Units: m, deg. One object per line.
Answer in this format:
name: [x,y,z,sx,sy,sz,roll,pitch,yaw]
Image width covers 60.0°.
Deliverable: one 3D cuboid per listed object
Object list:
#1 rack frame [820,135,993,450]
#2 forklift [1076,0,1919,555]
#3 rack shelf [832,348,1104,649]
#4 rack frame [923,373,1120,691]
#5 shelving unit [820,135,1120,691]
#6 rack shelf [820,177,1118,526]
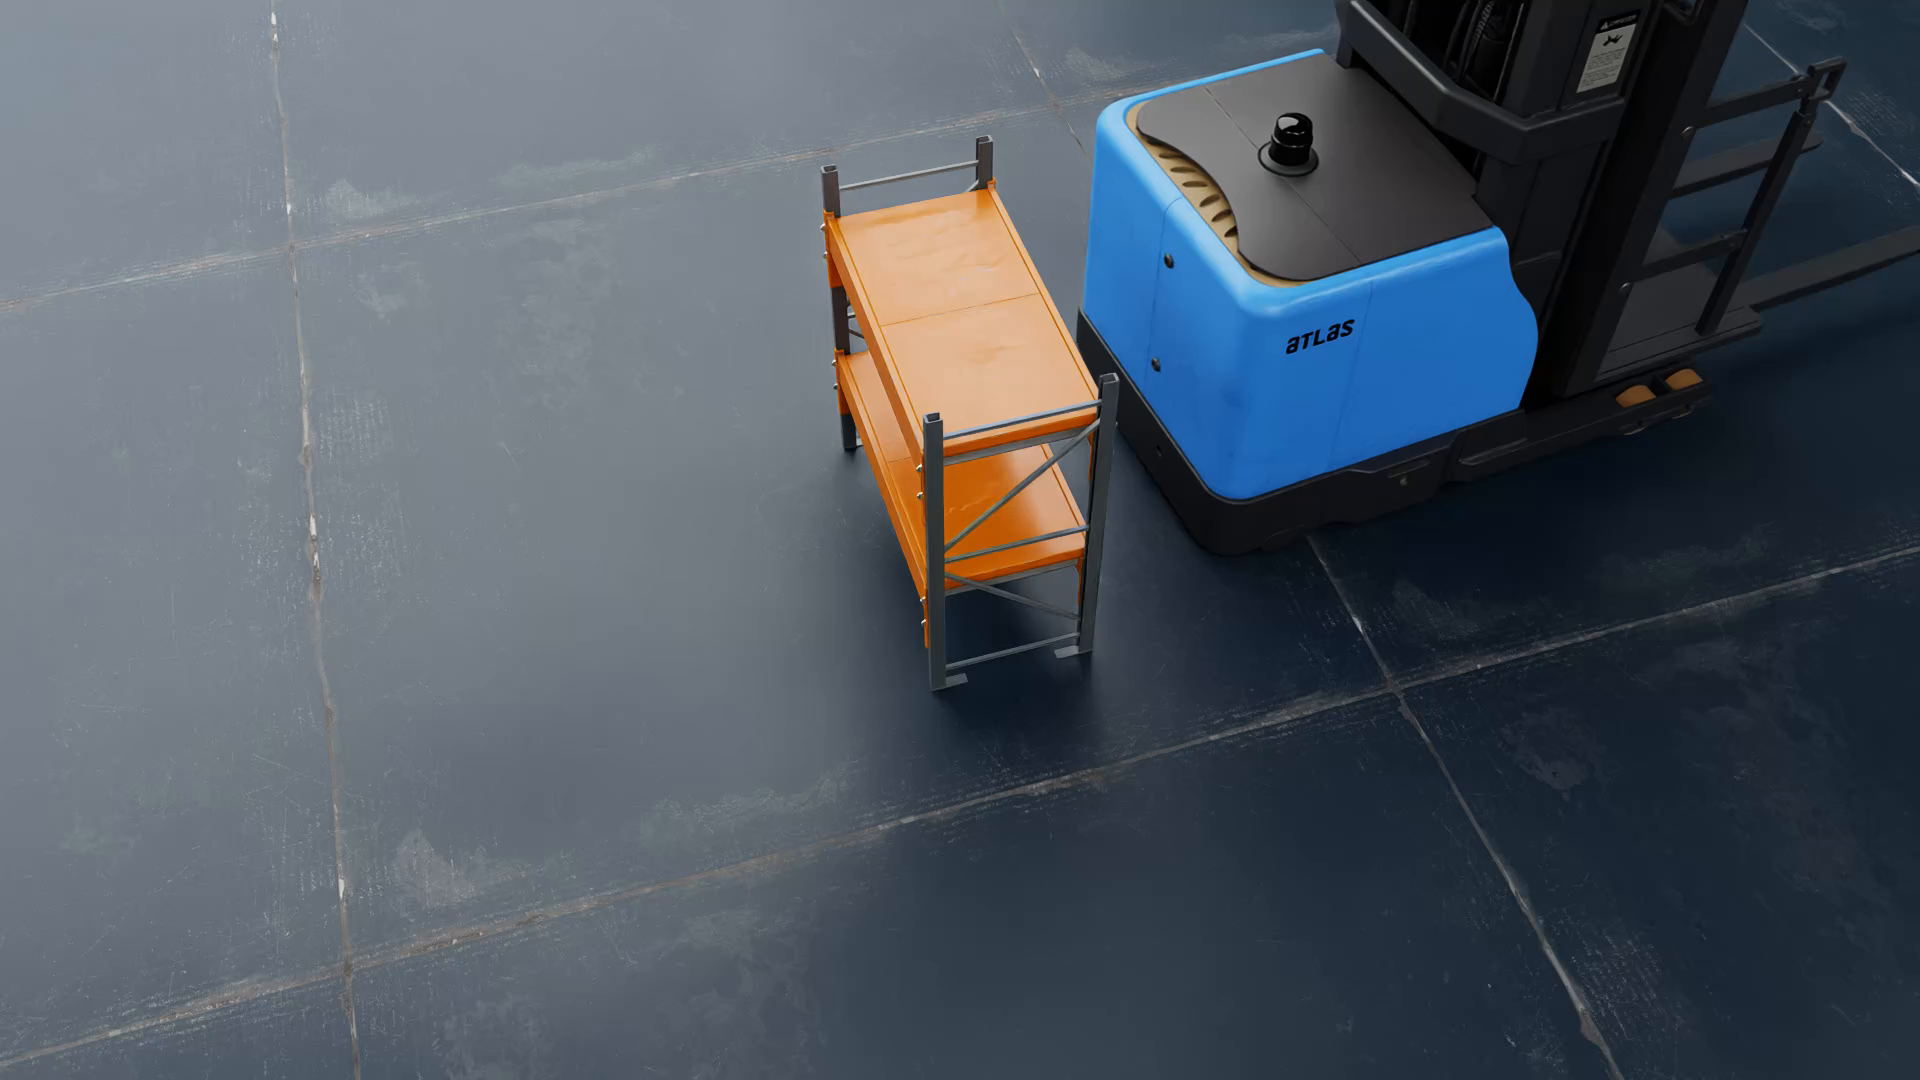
rack frame: [-0.148,-0.729,5.129,0.500,1.125,0.032,-13,51,-11]
forklift: [1.957,-1.651,4.725,3.031,2.935,1.130,-18,52,-15]
rack shelf: [0.002,-0.200,5.003,0.538,0.278,1.000,-13,51,-11]
rack frame: [0.152,0.014,4.503,0.500,1.125,0.032,-13,51,-11]
shelving unit: [0.002,-0.358,4.816,0.538,1.125,1.048,-13,51,-11]
rack shelf: [0.002,-0.546,4.592,0.538,0.278,1.000,-13,51,-11]
